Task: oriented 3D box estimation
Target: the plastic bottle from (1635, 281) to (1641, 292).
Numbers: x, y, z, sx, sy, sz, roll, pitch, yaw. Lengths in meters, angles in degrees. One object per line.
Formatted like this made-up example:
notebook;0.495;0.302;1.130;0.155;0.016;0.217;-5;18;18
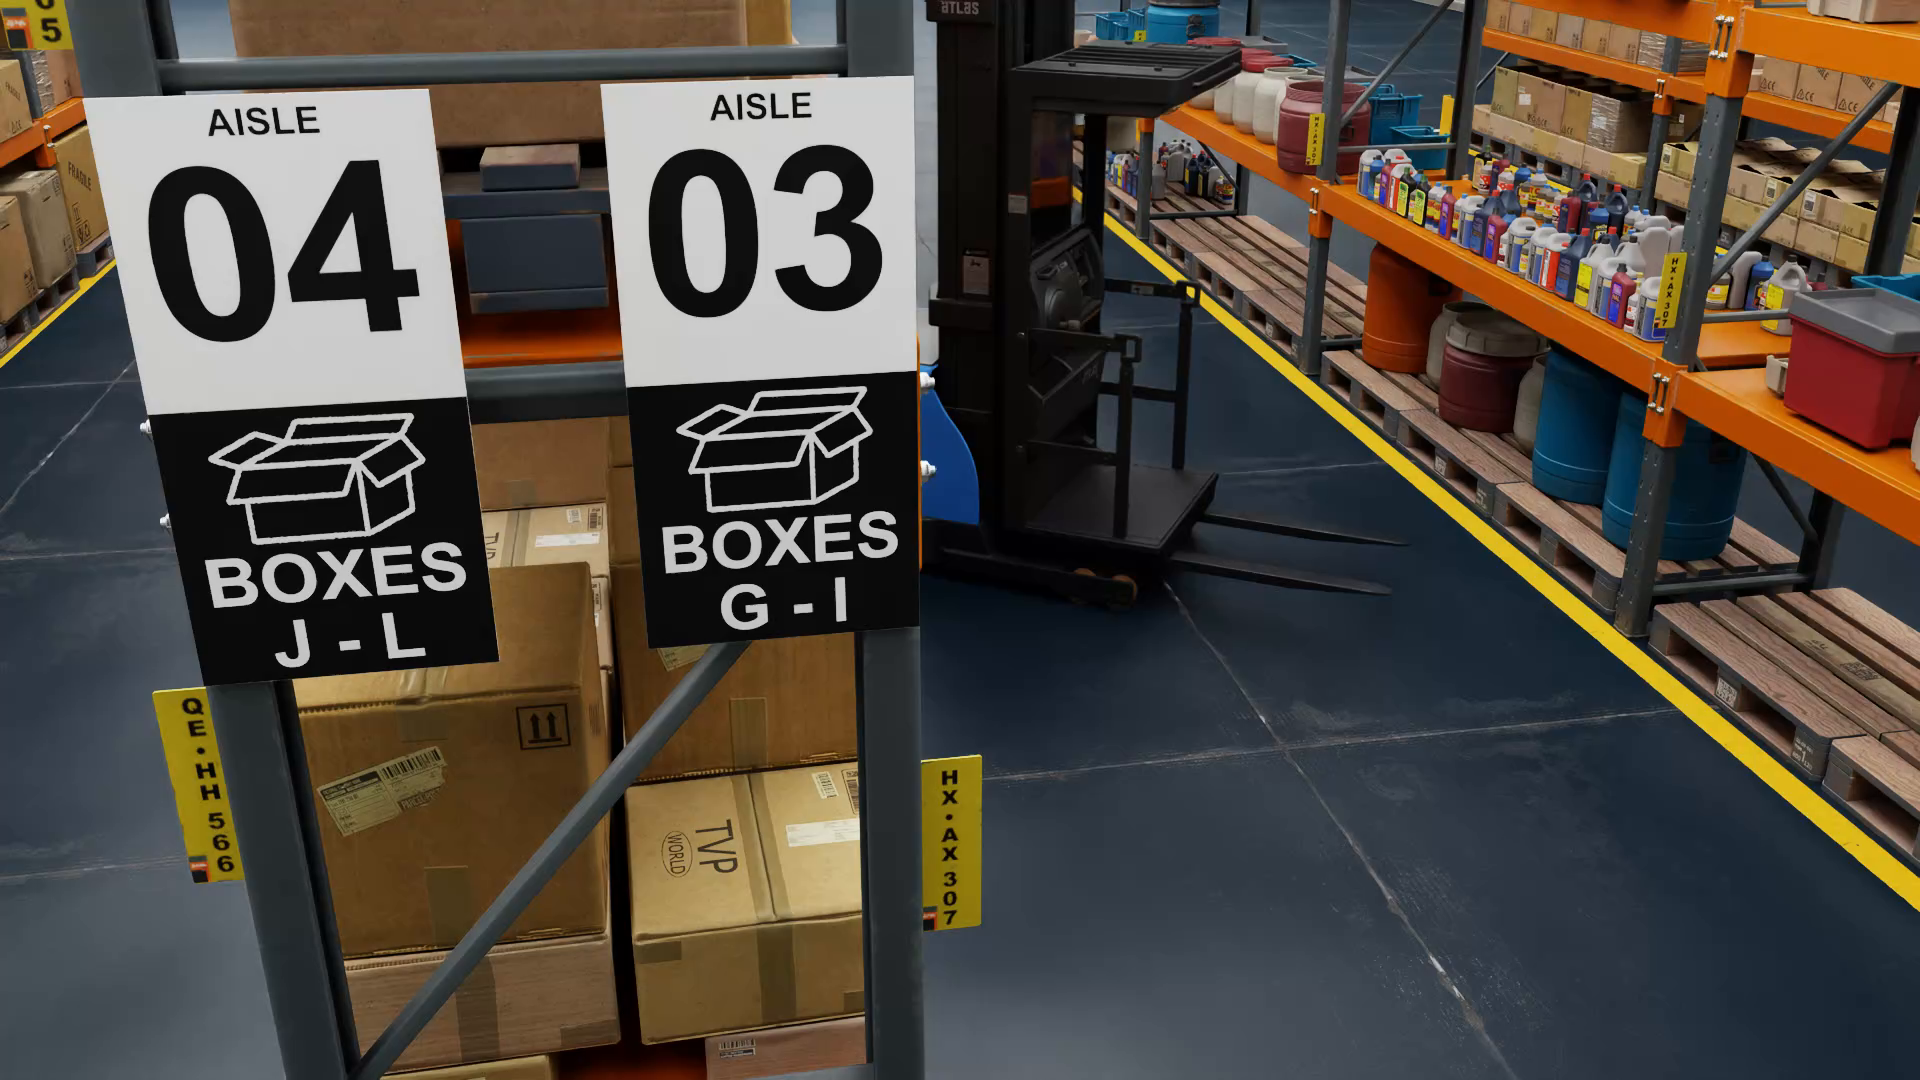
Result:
plastic bottle;3.163;-1.115;7.803;0.097;0.201;0.097;0;24;0

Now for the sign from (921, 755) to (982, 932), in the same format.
sign;-0.015;0.494;2.691;0.100;0.325;0.005;-4;24;-10

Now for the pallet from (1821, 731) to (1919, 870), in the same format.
pallet;3.970;1.071;6.034;1.003;0.211;1.213;-4;24;-10

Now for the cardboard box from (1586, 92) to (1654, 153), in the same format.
cardboard box;6.574;-4.126;16.423;0.500;0.500;0.500;-4;24;-10

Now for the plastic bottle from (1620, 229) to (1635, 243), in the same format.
plastic bottle;3.522;-1.532;8.759;0.097;0.201;0.097;0;24;0

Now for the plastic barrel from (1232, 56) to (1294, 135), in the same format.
plastic barrel;2.264;-3.332;12.461;0.433;0.535;0.433;0;24;0

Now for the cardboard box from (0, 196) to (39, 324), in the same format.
cardboard box;-7.295;-1.971;11.802;1.050;0.750;0.750;-4;24;-10

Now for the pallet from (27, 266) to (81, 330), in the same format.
pallet;-7.457;-1.851;12.725;1.003;0.211;1.213;-4;24;-10

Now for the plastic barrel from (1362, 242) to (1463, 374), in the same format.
plastic barrel;2.934;-1.554;10.748;0.600;0.830;0.708;-4;24;-10

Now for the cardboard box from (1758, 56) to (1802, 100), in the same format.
cardboard box;7.179;-4.021;14.085;0.500;0.500;0.500;-3;24;-6

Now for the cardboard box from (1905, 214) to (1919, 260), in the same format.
cardboard box;7.357;-2.290;12.456;0.500;0.311;0.500;-4;24;-8

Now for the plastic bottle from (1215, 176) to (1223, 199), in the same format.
plastic bottle;2.422;-3.278;15.454;0.097;0.201;0.097;0;24;0

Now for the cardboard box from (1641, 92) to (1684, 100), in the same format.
cardboard box;7.078;-4.164;16.510;0.500;0.500;0.500;-4;24;-10

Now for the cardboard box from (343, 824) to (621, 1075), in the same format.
cardboard box;-0.912;0.727;3.153;0.500;0.250;0.500;-5;24;-11

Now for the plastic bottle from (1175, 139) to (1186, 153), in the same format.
plastic bottle;2.198;-3.772;16.398;0.144;0.351;0.185;-3;24;-8

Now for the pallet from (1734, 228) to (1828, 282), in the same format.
pallet;7.360;-2.440;14.074;1.003;0.211;1.213;-4;24;-10

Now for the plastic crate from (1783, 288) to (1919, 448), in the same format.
plastic crate;3.485;-0.661;6.362;0.402;0.464;0.583;-4;24;-10

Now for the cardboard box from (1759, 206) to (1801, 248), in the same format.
cardboard box;7.072;-2.637;13.950;0.500;0.250;0.500;-4;24;-9

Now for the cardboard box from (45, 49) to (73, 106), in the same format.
cardboard box;-7.877;-3.855;13.641;0.875;0.550;0.550;-4;24;-10

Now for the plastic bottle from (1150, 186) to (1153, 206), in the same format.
plastic bottle;1.714;-3.160;15.184;0.097;0.201;0.097;0;24;0

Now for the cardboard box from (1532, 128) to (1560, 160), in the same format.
cardboard box;6.373;-4.174;17.471;0.500;0.250;0.500;-4;24;-10

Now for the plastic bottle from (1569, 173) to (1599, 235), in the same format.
plastic bottle;3.521;-1.882;9.374;0.144;0.351;0.185;-4;24;-10

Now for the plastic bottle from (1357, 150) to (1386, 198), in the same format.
plastic bottle;2.589;-2.297;10.416;0.152;0.276;0.135;-4;24;-10

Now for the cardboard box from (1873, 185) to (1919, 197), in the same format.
cardboard box;7.690;-2.737;13.478;0.500;0.311;0.500;-5;24;-11

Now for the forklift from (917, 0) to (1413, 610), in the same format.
forklift;0.704;-1.248;7.945;3.031;2.935;1.130;10;25;21

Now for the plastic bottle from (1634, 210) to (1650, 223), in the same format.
plastic bottle;3.647;-1.629;8.892;0.097;0.271;0.097;0;24;0

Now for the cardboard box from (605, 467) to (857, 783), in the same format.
cardboard box;-0.477;0.149;3.540;0.500;0.500;0.500;-5;24;-11

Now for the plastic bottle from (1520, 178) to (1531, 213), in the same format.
plastic bottle;3.421;-2.077;10.005;0.097;0.201;0.097;0;24;0

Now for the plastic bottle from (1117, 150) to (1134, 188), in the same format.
plastic bottle;1.590;-3.543;15.875;0.144;0.351;0.185;-4;24;-10

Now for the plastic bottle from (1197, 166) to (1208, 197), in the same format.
plastic bottle;2.268;-3.353;15.523;0.061;0.283;0.133;-4;24;-10

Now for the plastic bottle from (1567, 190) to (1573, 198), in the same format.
plastic bottle;3.532;-1.917;9.537;0.061;0.283;0.133;-4;24;-10

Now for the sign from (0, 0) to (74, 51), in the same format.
sign;-1.097;-0.744;1.950;0.100;0.325;0.005;-4;24;-10

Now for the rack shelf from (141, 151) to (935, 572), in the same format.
rack shelf;-0.931;-0.866;4.136;1.077;0.370;4.000;-4;24;-10

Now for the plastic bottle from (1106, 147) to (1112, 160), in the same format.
plastic bottle;1.459;-3.735;16.414;0.097;0.271;0.097;0;24;0

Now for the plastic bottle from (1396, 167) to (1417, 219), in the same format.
plastic bottle;2.655;-2.062;9.869;0.061;0.283;0.133;-4;24;-10

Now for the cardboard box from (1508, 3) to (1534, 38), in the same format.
cardboard box;6.392;-5.715;17.962;0.700;0.500;0.500;-4;24;-8

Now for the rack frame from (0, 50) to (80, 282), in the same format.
rack frame;-7.673;-3.427;12.849;1.000;3.000;0.127;-4;24;-10

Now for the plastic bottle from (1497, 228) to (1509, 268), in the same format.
plastic bottle;2.899;-1.544;8.786;0.097;0.201;0.097;0;24;0

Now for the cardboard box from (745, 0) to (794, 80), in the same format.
cardboard box;-0.696;-1.124;3.053;0.700;0.500;0.500;-5;24;-12

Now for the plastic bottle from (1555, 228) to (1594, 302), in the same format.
plastic bottle;3.041;-1.362;8.182;0.144;0.351;0.185;-4;24;-10

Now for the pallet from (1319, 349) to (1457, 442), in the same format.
pallet;3.014;-0.963;10.691;1.003;0.211;1.213;-4;24;-10

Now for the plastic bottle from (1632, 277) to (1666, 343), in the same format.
plastic bottle;3.176;-1.049;7.558;0.152;0.276;0.135;-4;24;-10

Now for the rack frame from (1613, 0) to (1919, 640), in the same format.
rack frame;3.567;-0.974;7.233;1.000;3.000;0.127;-4;24;-10

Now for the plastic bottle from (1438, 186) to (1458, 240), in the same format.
plastic bottle;2.758;-1.842;9.366;0.061;0.283;0.133;-4;24;-10

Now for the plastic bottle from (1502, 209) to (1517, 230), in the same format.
plastic bottle;2.934;-1.633;8.903;0.097;0.271;0.097;0;24;0

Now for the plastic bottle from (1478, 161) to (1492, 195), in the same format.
plastic bottle;3.324;-2.282;10.476;0.097;0.201;0.097;0;24;0

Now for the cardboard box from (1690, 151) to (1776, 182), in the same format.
cardboard box;6.875;-3.297;14.762;0.500;0.311;0.500;-5;24;-10

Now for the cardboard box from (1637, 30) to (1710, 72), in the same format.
cardboard box;6.868;-4.706;15.652;0.700;0.500;0.500;-5;24;-11

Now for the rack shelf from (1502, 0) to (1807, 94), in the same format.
rack shelf;3.197;-2.806;8.578;1.077;0.370;4.000;-4;24;-10

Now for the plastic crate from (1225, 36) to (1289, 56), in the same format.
plastic crate;2.478;-3.983;14.041;0.402;0.464;0.583;-4;24;-10

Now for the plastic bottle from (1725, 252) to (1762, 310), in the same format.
plastic bottle;3.788;-1.272;8.069;0.152;0.276;0.135;-4;24;-10

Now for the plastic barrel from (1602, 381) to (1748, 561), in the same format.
plastic barrel;3.483;-0.420;8.062;0.600;0.901;0.708;-4;24;-10

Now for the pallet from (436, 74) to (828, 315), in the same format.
pallet;-0.709;-0.659;2.875;1.003;0.211;1.213;-4;24;-10
